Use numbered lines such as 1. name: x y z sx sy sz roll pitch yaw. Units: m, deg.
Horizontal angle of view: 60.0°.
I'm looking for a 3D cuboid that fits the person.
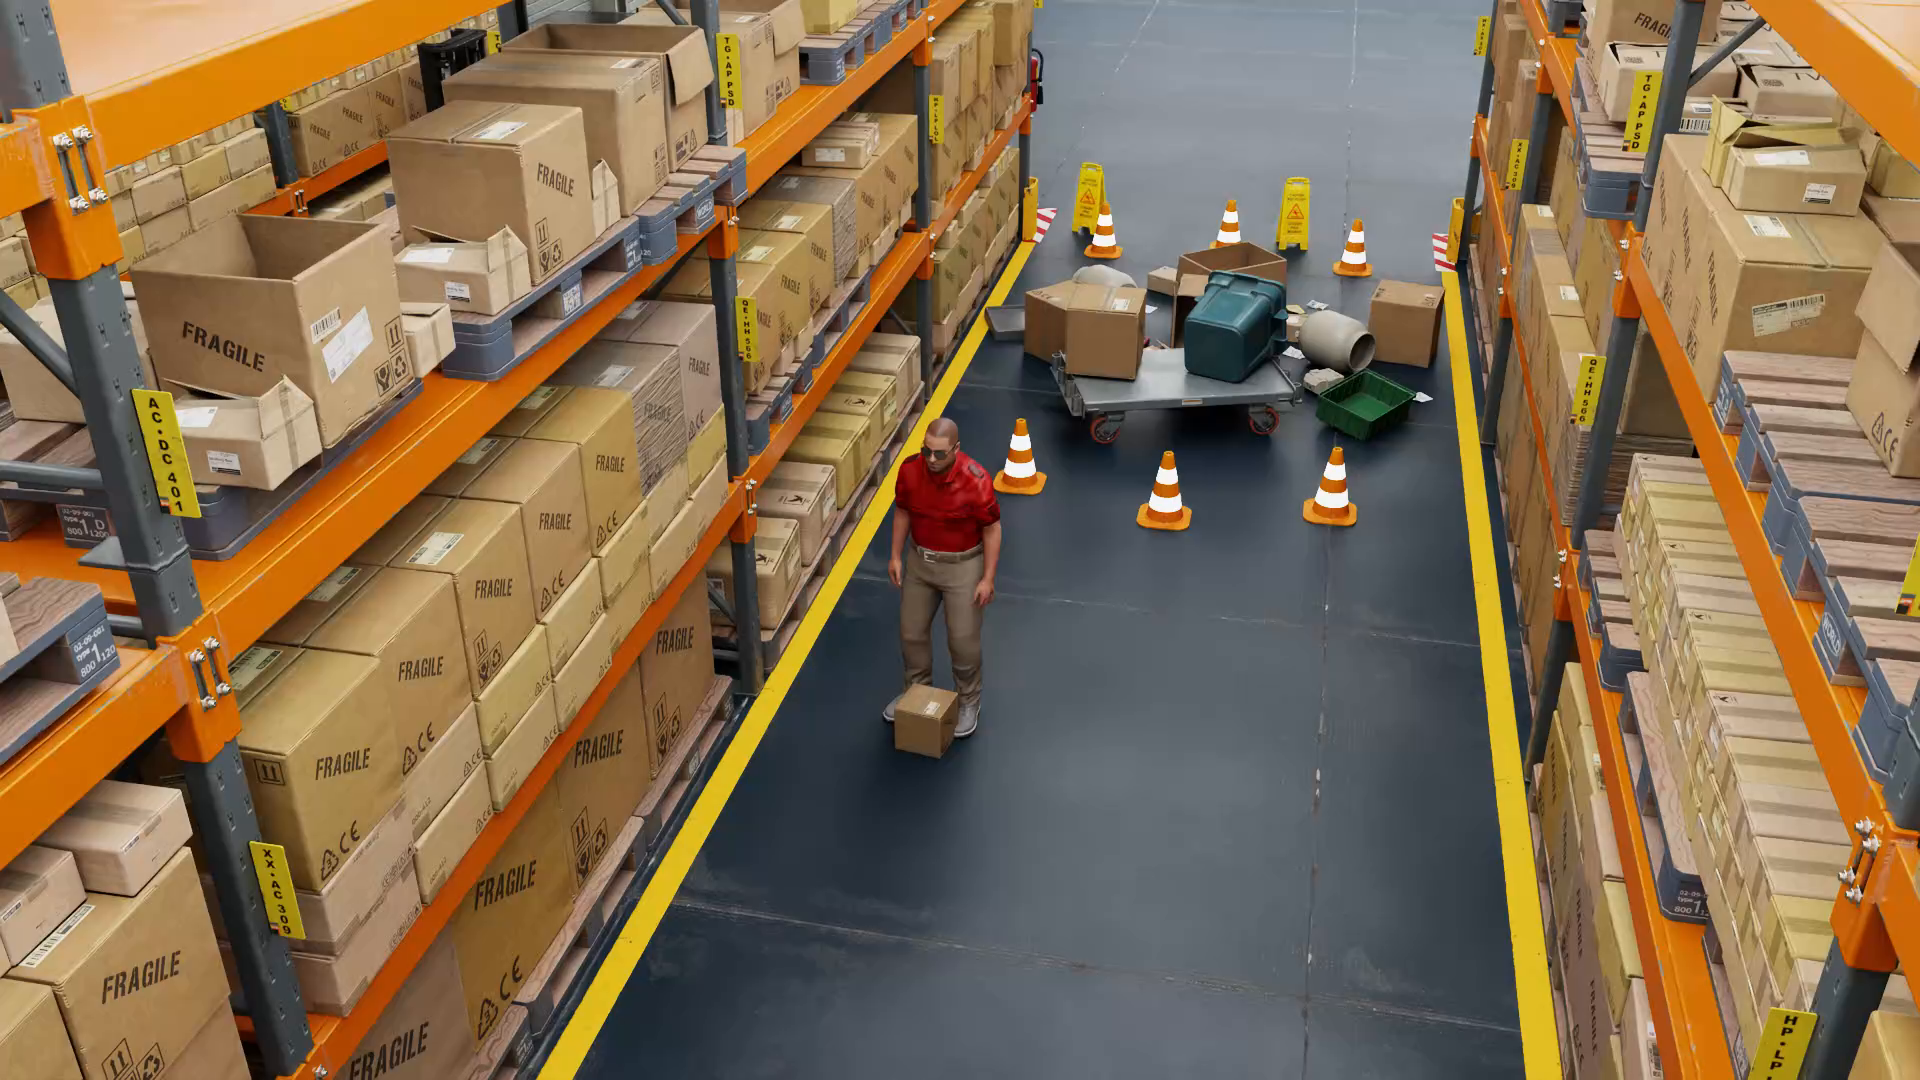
1. person: -0.086 0.158 8.346 0.584 1.726 0.395 12 31 21
